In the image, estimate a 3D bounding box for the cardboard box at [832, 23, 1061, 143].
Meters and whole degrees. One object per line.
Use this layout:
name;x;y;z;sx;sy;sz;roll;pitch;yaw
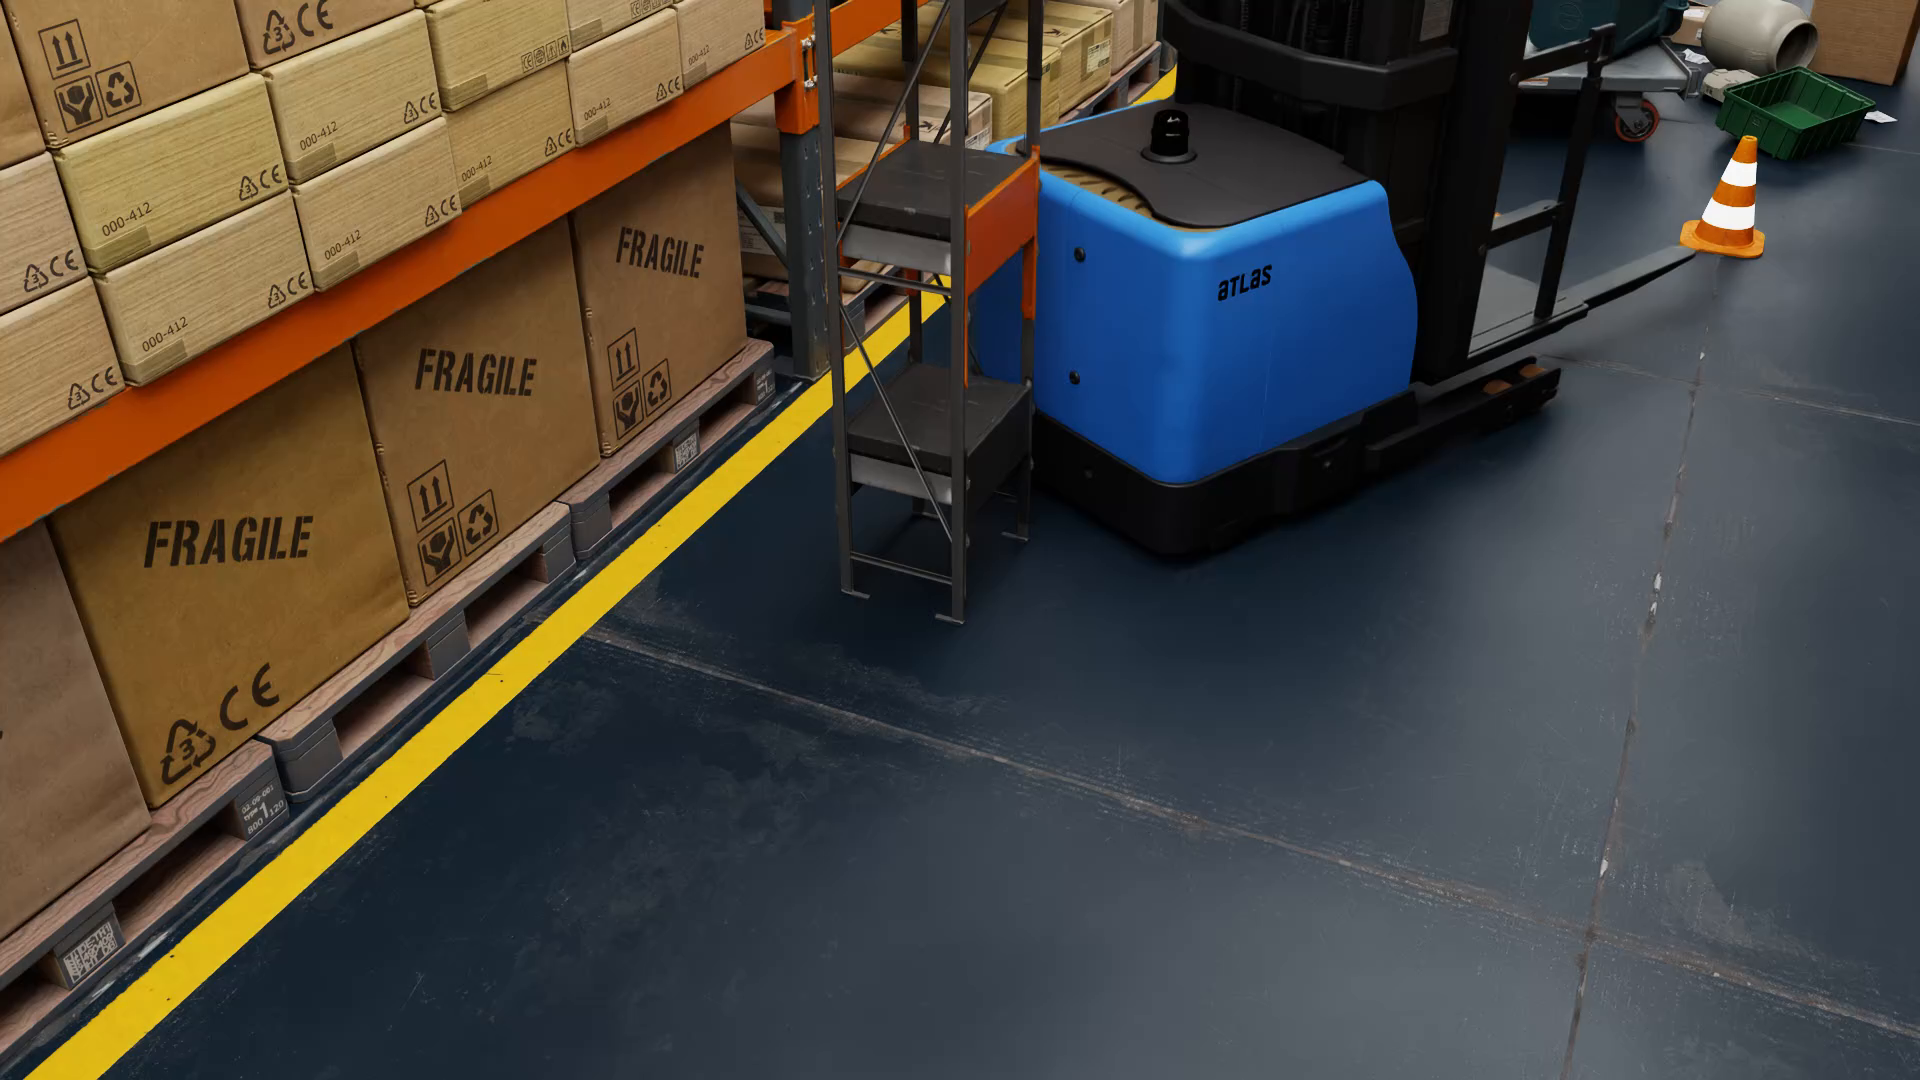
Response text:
cardboard box;-0.094;-2.075;7.693;0.950;0.372;0.625;15;36;22

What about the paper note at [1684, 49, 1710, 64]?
paper note;4.155;-2.732;9.395;0.172;0.023;0.155;29;43;36

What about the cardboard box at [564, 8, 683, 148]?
cardboard box;-1.138;-1.341;4.697;0.500;0.250;0.500;15;36;21

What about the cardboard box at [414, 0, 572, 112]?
cardboard box;-1.342;-1.304;4.185;0.500;0.250;0.500;13;36;19

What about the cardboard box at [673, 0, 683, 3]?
cardboard box;-0.935;-1.820;4.971;0.500;0.250;0.500;14;36;20

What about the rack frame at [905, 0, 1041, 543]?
rack frame;0.033;-0.917;4.734;0.400;2.100;0.015;14;36;20

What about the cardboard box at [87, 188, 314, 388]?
cardboard box;-1.769;-0.587;3.546;0.500;0.250;0.500;14;36;20

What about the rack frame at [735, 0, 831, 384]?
rack frame;-0.963;-1.973;5.524;1.000;3.000;0.127;14;36;20

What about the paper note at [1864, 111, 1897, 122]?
paper note;4.708;-2.182;8.549;0.147;0.020;0.142;-9;34;-13

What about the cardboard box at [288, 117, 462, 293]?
cardboard box;-1.551;-0.834;3.923;0.500;0.250;0.500;14;36;20

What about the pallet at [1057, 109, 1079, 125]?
pallet;-0.123;-1.802;7.805;1.003;0.211;1.213;14;36;20

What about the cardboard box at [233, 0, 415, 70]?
cardboard box;-1.581;-1.362;3.589;0.500;0.500;0.500;14;36;20

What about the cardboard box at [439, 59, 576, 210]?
cardboard box;-1.363;-1.094;4.320;0.500;0.250;0.500;14;36;20

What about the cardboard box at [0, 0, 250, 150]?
cardboard box;-1.791;-1.103;3.194;0.500;0.500;0.500;13;36;19

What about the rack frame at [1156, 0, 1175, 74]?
rack frame;0.711;-3.966;8.562;1.000;3.000;0.127;14;36;20

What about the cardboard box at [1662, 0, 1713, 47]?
cardboard box;4.295;-3.016;9.607;0.396;0.266;0.258;21;39;28

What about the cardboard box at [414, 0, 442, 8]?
cardboard box;-1.363;-1.613;3.971;0.500;0.500;0.500;14;36;21

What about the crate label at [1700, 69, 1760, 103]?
crate label;4.073;-2.384;8.761;0.298;0.136;0.250;-9;34;-13

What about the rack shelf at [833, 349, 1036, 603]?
rack shelf;-0.069;-0.199;4.940;0.431;0.518;0.480;14;36;20

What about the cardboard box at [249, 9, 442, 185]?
cardboard box;-1.559;-1.046;3.790;0.500;0.250;0.500;13;35;19

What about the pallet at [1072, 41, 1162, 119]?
pallet;0.386;-2.411;8.735;1.003;0.211;1.213;14;36;20

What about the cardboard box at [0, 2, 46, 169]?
cardboard box;-2.003;-0.854;2.814;0.500;0.500;0.500;14;36;20

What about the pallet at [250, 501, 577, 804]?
pallet;-1.873;0.173;4.793;1.003;0.211;1.213;14;36;20

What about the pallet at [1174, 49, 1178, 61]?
pallet;0.960;-3.142;9.849;1.003;0.211;1.213;14;36;20

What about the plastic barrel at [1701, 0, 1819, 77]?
plastic barrel;4.330;-2.720;9.012;0.421;0.421;0.512;-15;36;-21

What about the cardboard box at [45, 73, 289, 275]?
cardboard box;-1.768;-0.793;3.405;0.500;0.250;0.500;15;36;21

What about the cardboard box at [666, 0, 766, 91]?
cardboard box;-0.939;-1.599;5.090;0.500;0.250;0.500;13;35;19

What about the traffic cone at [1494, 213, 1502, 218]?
traffic cone;2.250;-1.592;7.256;0.336;0.463;0.334;14;36;20

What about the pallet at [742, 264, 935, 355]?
pallet;-0.635;-1.196;6.882;1.003;0.211;1.213;14;36;20

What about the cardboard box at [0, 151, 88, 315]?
cardboard box;-2.004;-0.548;3.031;0.500;0.250;0.500;15;36;21

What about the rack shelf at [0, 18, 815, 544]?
rack shelf;-1.800;-0.677;4.202;1.077;0.370;4.000;14;36;20

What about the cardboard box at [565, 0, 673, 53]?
cardboard box;-1.146;-1.564;4.581;0.500;0.250;0.500;13;36;19

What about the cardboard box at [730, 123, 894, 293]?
cardboard box;-0.717;-1.329;6.555;0.950;0.372;0.625;12;35;17

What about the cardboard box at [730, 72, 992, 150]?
cardboard box;-0.416;-1.699;7.118;0.950;0.372;0.625;13;36;20

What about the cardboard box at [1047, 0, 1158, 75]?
cardboard box;0.493;-2.781;8.769;0.950;0.372;0.625;15;36;21

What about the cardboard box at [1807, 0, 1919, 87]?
cardboard box;4.966;-2.845;9.130;0.500;0.500;0.500;21;39;28

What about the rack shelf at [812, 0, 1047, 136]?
rack shelf;-0.069;-1.370;4.172;0.431;0.518;0.480;14;36;20

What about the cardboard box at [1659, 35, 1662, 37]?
cardboard box;3.565;-3.047;9.315;0.797;0.637;0.503;14;36;20

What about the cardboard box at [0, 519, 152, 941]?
cardboard box;-2.450;0.404;3.452;0.875;0.875;0.875;15;36;22

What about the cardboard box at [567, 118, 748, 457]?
cardboard box;-1.327;-0.936;5.496;0.875;0.875;0.875;14;36;20

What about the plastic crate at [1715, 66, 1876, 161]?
plastic crate;4.132;-2.116;8.253;0.662;0.188;0.450;-21;49;-29

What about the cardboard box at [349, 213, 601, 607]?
cardboard box;-1.704;-0.492;4.820;0.875;0.875;0.875;15;36;21

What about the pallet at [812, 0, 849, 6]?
pallet;-0.761;-2.273;6.155;1.213;0.211;1.003;14;36;20

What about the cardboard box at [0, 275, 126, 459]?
cardboard box;-1.997;-0.335;3.162;0.500;0.250;0.500;13;36;19

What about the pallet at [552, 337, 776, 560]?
pallet;-1.361;-0.432;5.716;1.003;0.211;1.213;14;36;20

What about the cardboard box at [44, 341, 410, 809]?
cardboard box;-2.079;-0.047;4.141;0.875;0.875;0.875;15;36;22

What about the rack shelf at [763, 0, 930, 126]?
rack shelf;-0.126;-2.669;7.241;1.077;0.370;4.000;14;36;20

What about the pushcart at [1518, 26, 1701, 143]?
pushcart;2.802;-2.371;8.522;1.648;0.377;0.936;3;33;4

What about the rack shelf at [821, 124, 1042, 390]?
rack shelf;-0.069;-0.784;4.556;0.431;0.518;0.480;14;36;20

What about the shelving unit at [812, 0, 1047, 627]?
shelving unit;-0.069;-0.796;4.549;0.431;2.100;0.503;14;36;20

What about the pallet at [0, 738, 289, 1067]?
pallet;-2.382;0.783;3.863;1.003;0.211;1.213;14;36;20

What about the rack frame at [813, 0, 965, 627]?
rack frame;-0.171;-0.674;4.363;0.400;2.100;0.015;14;36;20

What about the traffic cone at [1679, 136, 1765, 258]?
traffic cone;3.316;-1.498;7.113;0.336;0.463;0.334;14;36;20

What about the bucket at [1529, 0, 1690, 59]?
bucket;3.212;-2.744;8.298;0.726;0.611;0.620;29;53;36

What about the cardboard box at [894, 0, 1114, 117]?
cardboard box;0.196;-2.422;8.221;0.950;0.372;0.625;16;37;23

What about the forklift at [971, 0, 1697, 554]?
forklift;1.517;-1.830;5.368;3.031;2.935;1.130;-23;39;-30
